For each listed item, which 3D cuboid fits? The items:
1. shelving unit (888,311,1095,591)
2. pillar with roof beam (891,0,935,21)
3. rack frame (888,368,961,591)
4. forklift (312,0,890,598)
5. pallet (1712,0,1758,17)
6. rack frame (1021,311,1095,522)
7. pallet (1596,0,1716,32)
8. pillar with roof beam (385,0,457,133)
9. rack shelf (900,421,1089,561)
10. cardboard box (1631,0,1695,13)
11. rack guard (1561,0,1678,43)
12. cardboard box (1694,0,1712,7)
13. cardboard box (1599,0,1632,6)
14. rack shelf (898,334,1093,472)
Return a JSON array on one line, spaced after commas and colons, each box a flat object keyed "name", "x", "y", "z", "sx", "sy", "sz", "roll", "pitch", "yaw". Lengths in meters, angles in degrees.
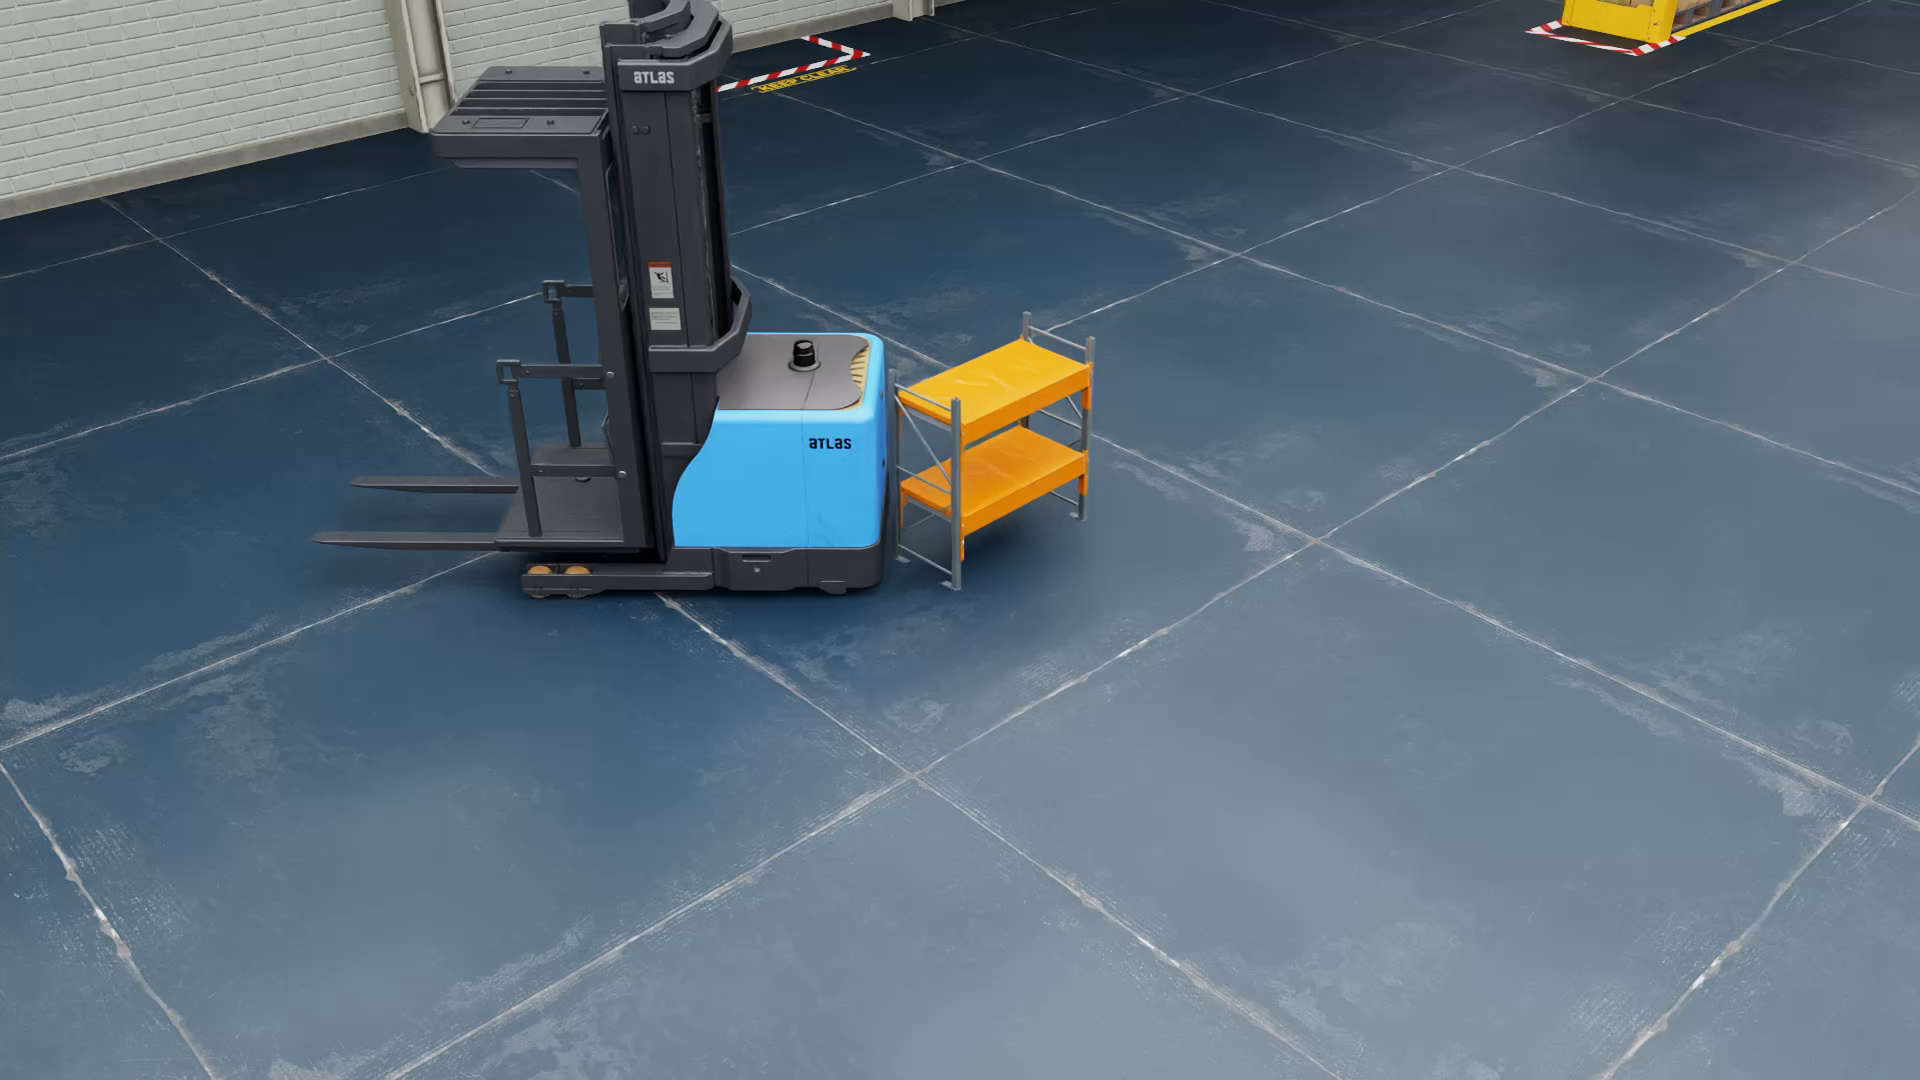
[{"name": "shelving unit", "x": 0.176, "y": -0.493, "z": 8.978, "sx": 0.538, "sy": 1.125, "sz": 1.048, "roll": 27, "pitch": 41, "yaw": 37}, {"name": "pillar with roof beam", "x": 2.389, "y": -8.216, "z": 14.059, "sx": 0.400, "sy": 9.000, "sz": 9.100, "roll": -26, "pitch": 40, "yaw": -35}, {"name": "rack frame", "x": -0.181, "y": -0.304, "z": 8.669, "sx": 0.500, "sy": 1.125, "sz": 0.032, "roll": 27, "pitch": 41, "yaw": 37}, {"name": "forklift", "x": -1.922, "y": -1.221, "z": 8.438, "sx": 3.031, "sy": 2.935, "sz": 1.130, "roll": 0, "pitch": 31, "yaw": 1}, {"name": "pallet", "x": 8.734, "y": -6.487, "z": 19.655, "sx": 1.213, "sy": 0.211, "sz": 1.003, "roll": -26, "pitch": 40, "yaw": -35}, {"name": "rack frame", "x": 0.533, "y": -0.682, "z": 9.286, "sx": 0.500, "sy": 1.125, "sz": 0.032, "roll": 27, "pitch": 41, "yaw": 37}, {"name": "pallet", "x": 7.840, "y": -6.056, "z": 18.951, "sx": 1.213, "sy": 0.211, "sz": 1.003, "roll": -26, "pitch": 40, "yaw": -35}, {"name": "pillar with roof beam", "x": -2.010, "y": -6.087, "z": 10.579, "sx": 0.400, "sy": 9.000, "sz": 9.100, "roll": -26, "pitch": 40, "yaw": -35}, {"name": "rack shelf", "x": 0.176, "y": -0.284, "z": 9.105, "sx": 0.538, "sy": 0.278, "sz": 1.000, "roll": 27, "pitch": 41, "yaw": 37}, {"name": "cardboard box", "x": 7.852, "y": -6.070, "z": 18.534, "sx": 0.500, "sy": 0.250, "sz": 0.500, "roll": -26, "pitch": 40, "yaw": -35}, {"name": "rack guard", "x": 7.290, "y": -5.883, "z": 18.392, "sx": 0.348, "sy": 0.500, "sz": 1.175, "roll": -26, "pitch": 40, "yaw": -35}, {"name": "cardboard box", "x": 8.216, "y": -6.248, "z": 18.826, "sx": 0.500, "sy": 0.250, "sz": 0.500, "roll": -26, "pitch": 40, "yaw": -35}, {"name": "cardboard box", "x": 7.500, "y": -6.268, "z": 18.858, "sx": 0.500, "sy": 0.250, "sz": 0.500, "roll": -26, "pitch": 40, "yaw": -35}, {"name": "rack shelf", "x": 0.176, "y": -0.743, "z": 8.825, "sx": 0.538, "sy": 0.278, "sz": 1.000, "roll": 27, "pitch": 41, "yaw": 37}]
